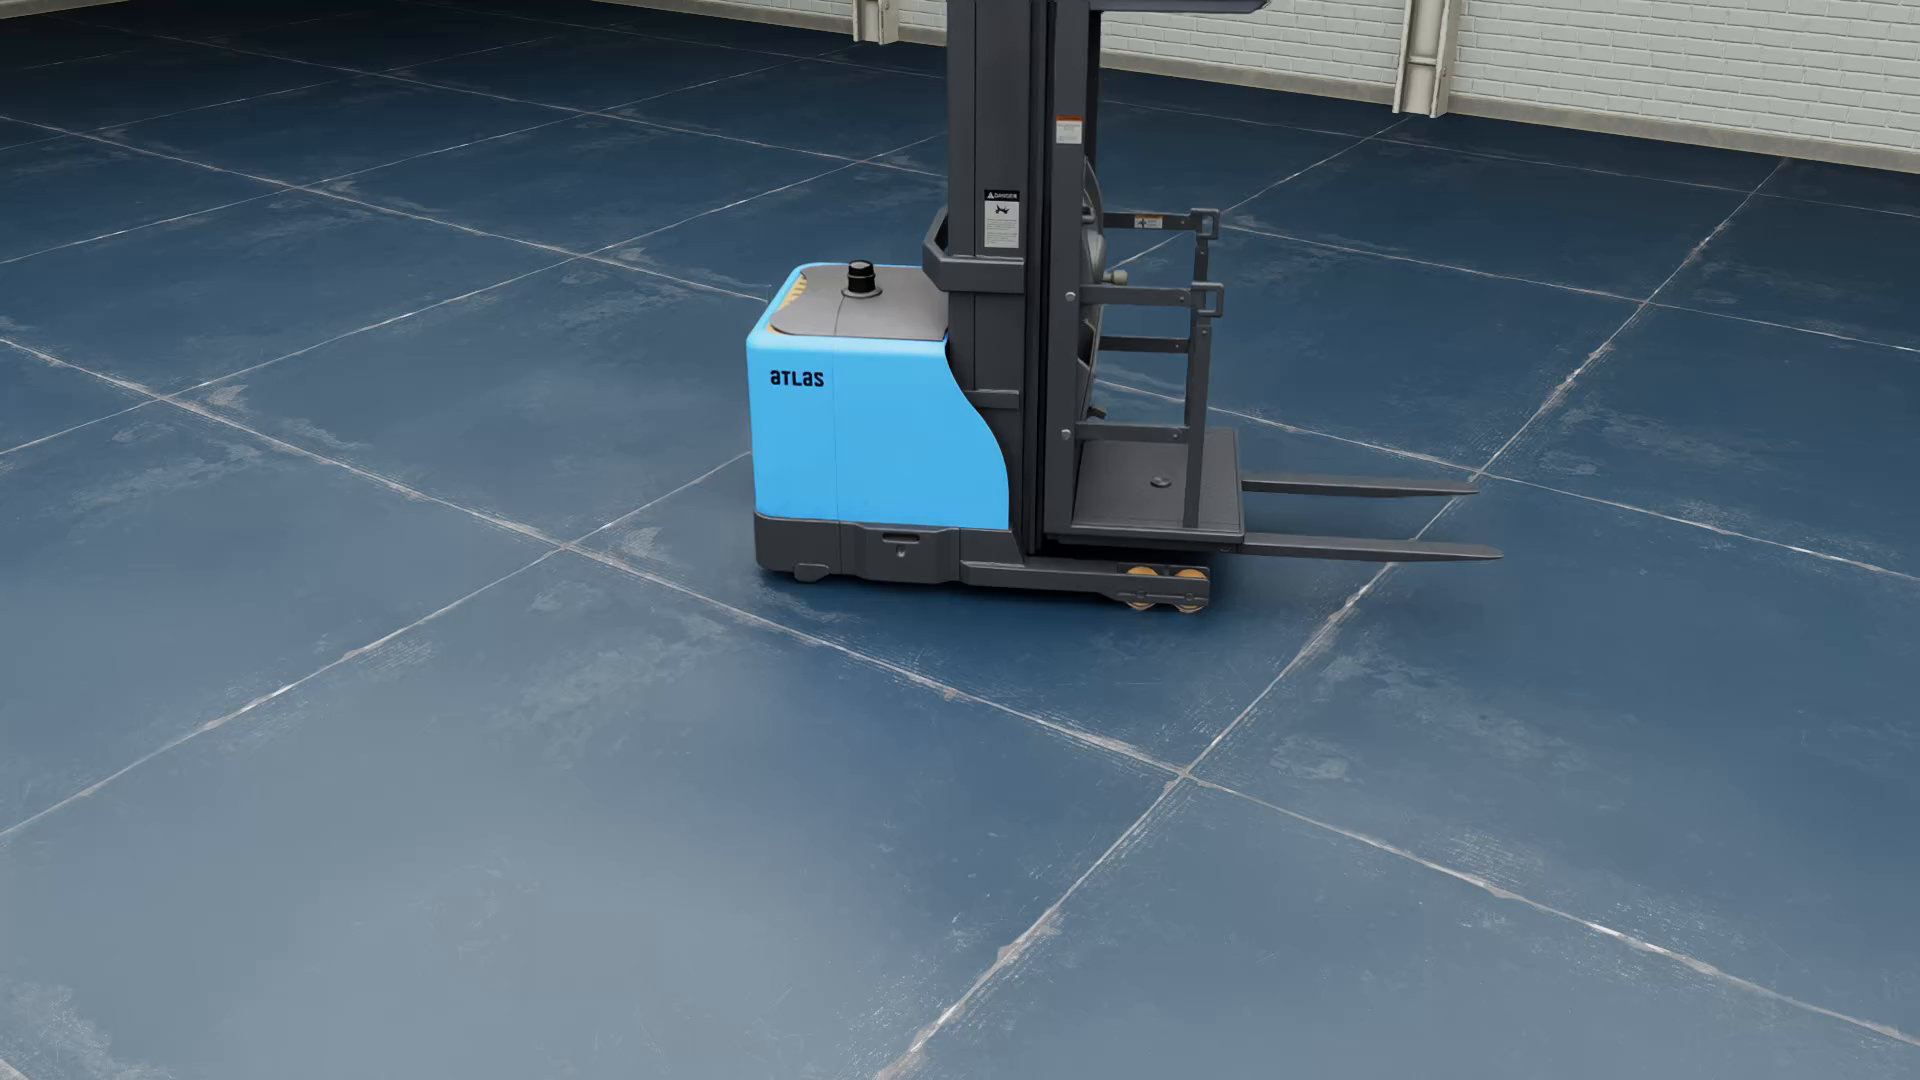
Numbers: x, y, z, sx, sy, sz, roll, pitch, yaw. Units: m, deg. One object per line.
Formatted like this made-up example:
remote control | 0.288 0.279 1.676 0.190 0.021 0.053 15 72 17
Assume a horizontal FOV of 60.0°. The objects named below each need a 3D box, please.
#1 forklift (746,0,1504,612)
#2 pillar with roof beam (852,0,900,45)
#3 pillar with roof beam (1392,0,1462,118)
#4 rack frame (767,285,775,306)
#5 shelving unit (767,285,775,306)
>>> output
forklift | 0.705 -1.274 6.522 3.031 2.935 1.130 3 27 6
pillar with roof beam | -3.325 -7.719 12.497 0.400 9.000 9.100 17 32 30
pillar with roof beam | 1.621 -6.179 9.469 0.400 9.000 9.100 17 32 30
rack frame | -0.798 -0.789 7.808 0.006 0.900 0.240 20 33 34
shelving unit | -0.718 -0.760 7.752 0.210 0.900 0.258 20 33 34
